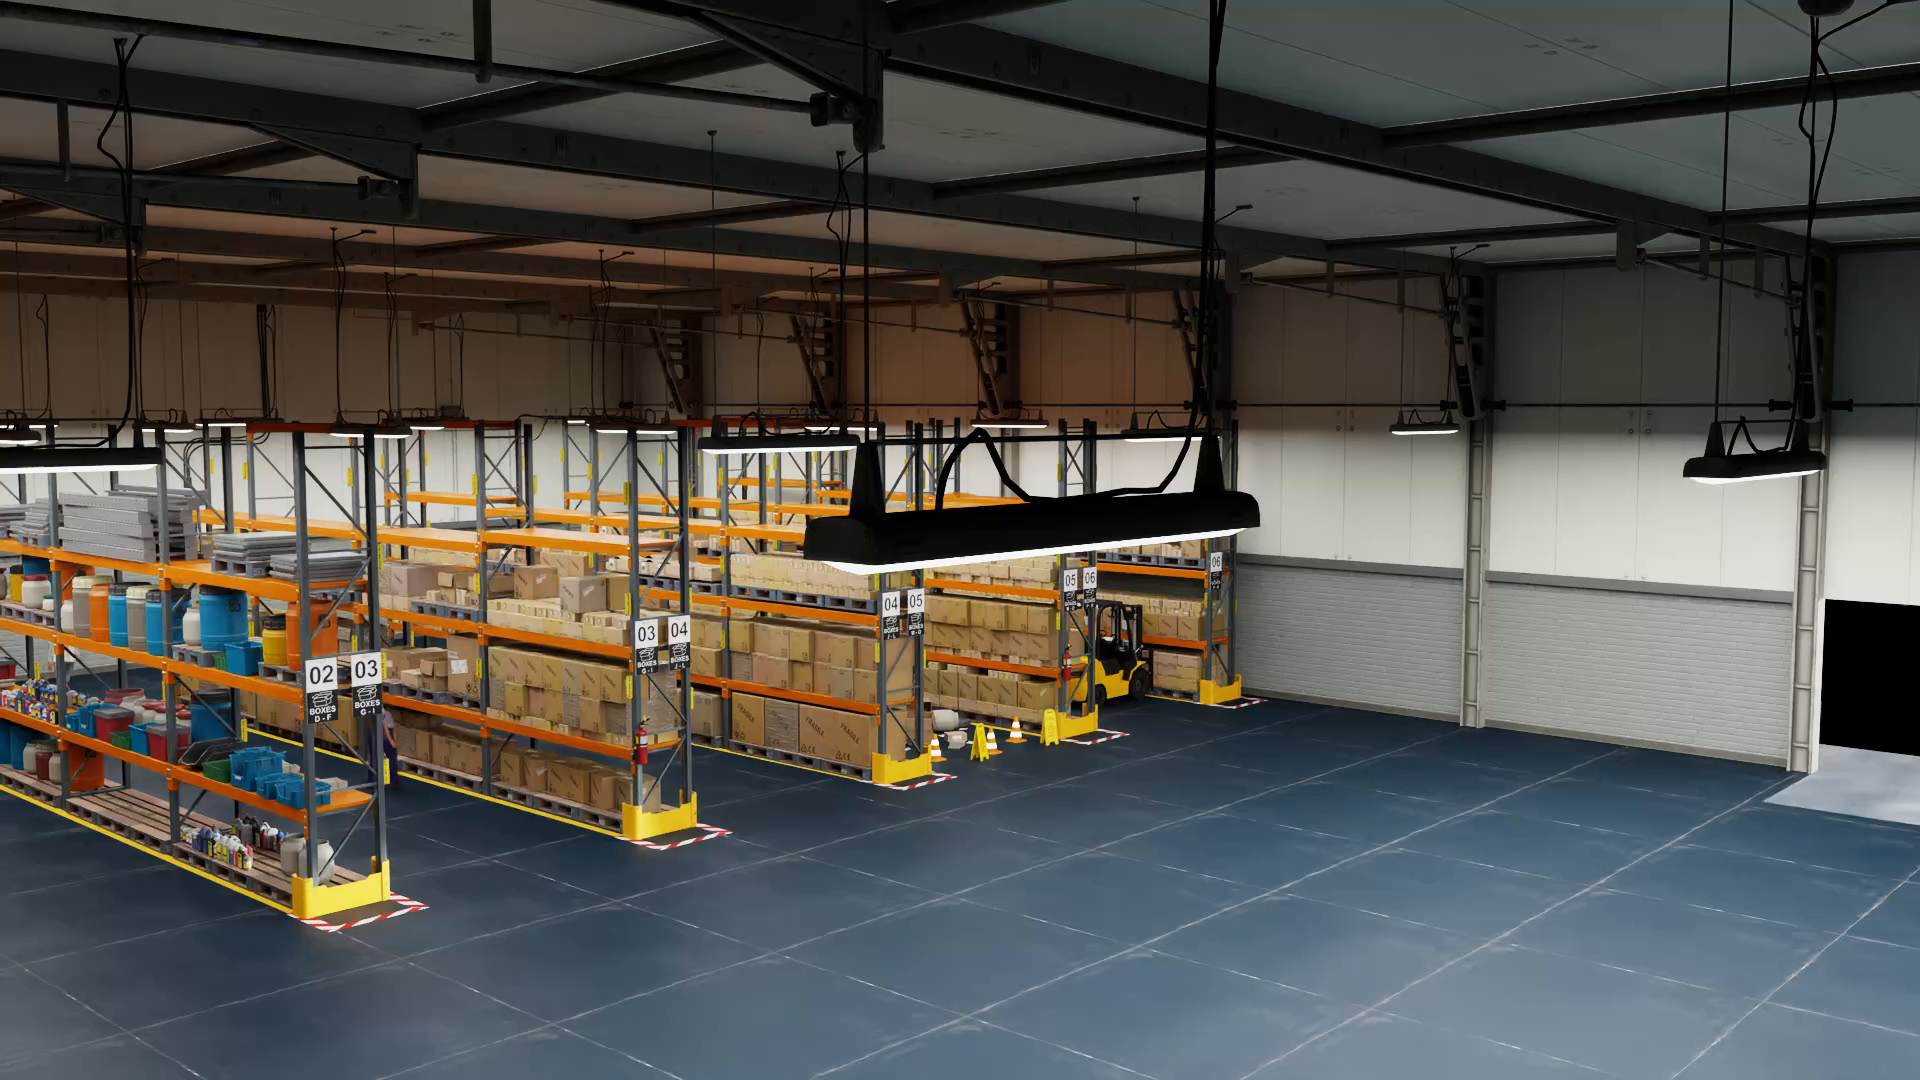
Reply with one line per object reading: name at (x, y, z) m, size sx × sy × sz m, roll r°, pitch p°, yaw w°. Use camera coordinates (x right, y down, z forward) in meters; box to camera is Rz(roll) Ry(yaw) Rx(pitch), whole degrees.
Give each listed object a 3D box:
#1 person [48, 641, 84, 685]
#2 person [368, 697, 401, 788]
person at (-19.046, 2.566, 35.411) m, size 1.045 × 1.721 × 0.661 m, roll 4°, pitch 6°, yaw 38°
person at (-9.480, 3.273, 27.339) m, size 0.548 × 1.639 × 0.449 m, roll 2°, pitch 5°, yaw 26°
